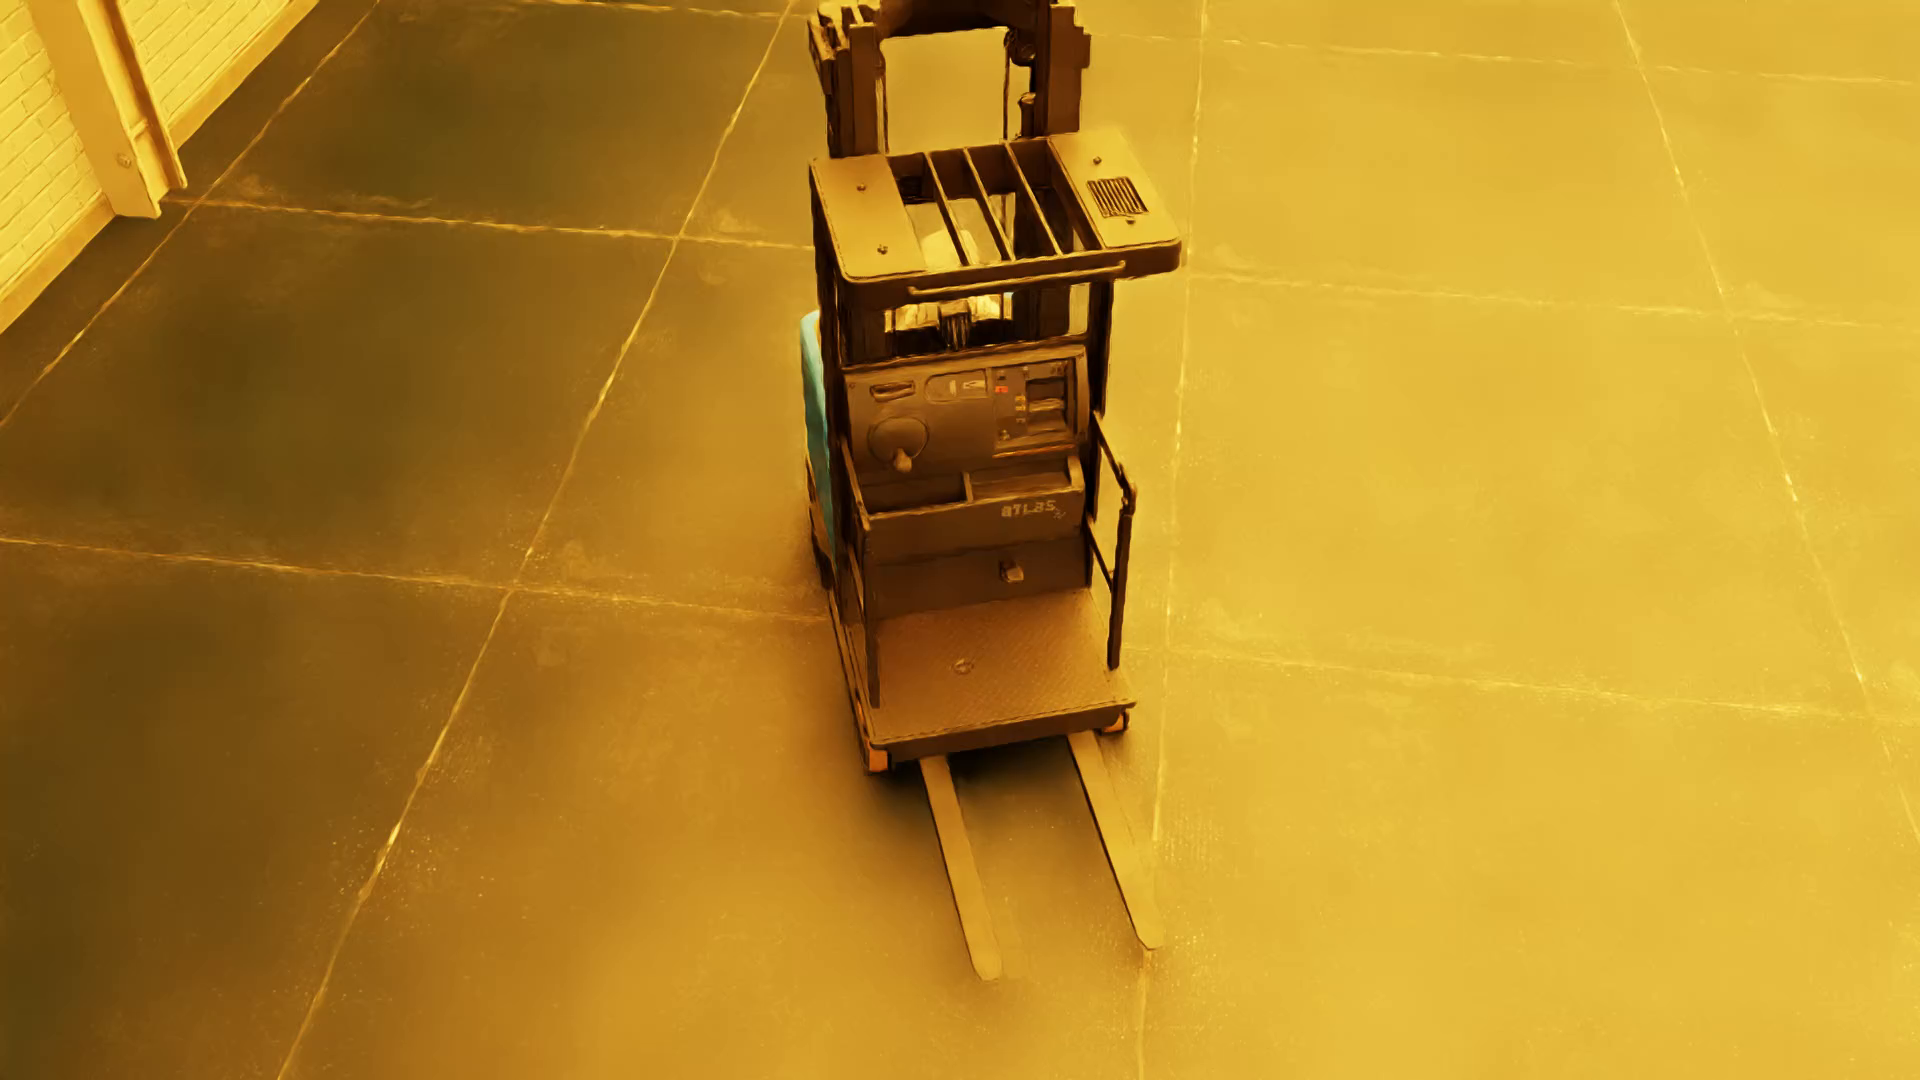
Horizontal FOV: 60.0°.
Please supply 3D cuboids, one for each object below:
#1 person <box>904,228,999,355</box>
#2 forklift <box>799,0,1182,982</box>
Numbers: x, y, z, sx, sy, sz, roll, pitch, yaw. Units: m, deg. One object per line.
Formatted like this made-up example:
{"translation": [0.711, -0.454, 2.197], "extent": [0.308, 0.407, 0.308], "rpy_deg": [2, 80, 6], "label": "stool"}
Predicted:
{"translation": [0.030, -0.677, 7.365], "extent": [0.571, 1.693, 0.532], "rpy_deg": [5, 43, 6], "label": "person"}
{"translation": [0.083, -0.407, 6.168], "extent": [1.130, 2.935, 3.031], "rpy_deg": [-8, 43, -9], "label": "forklift"}
